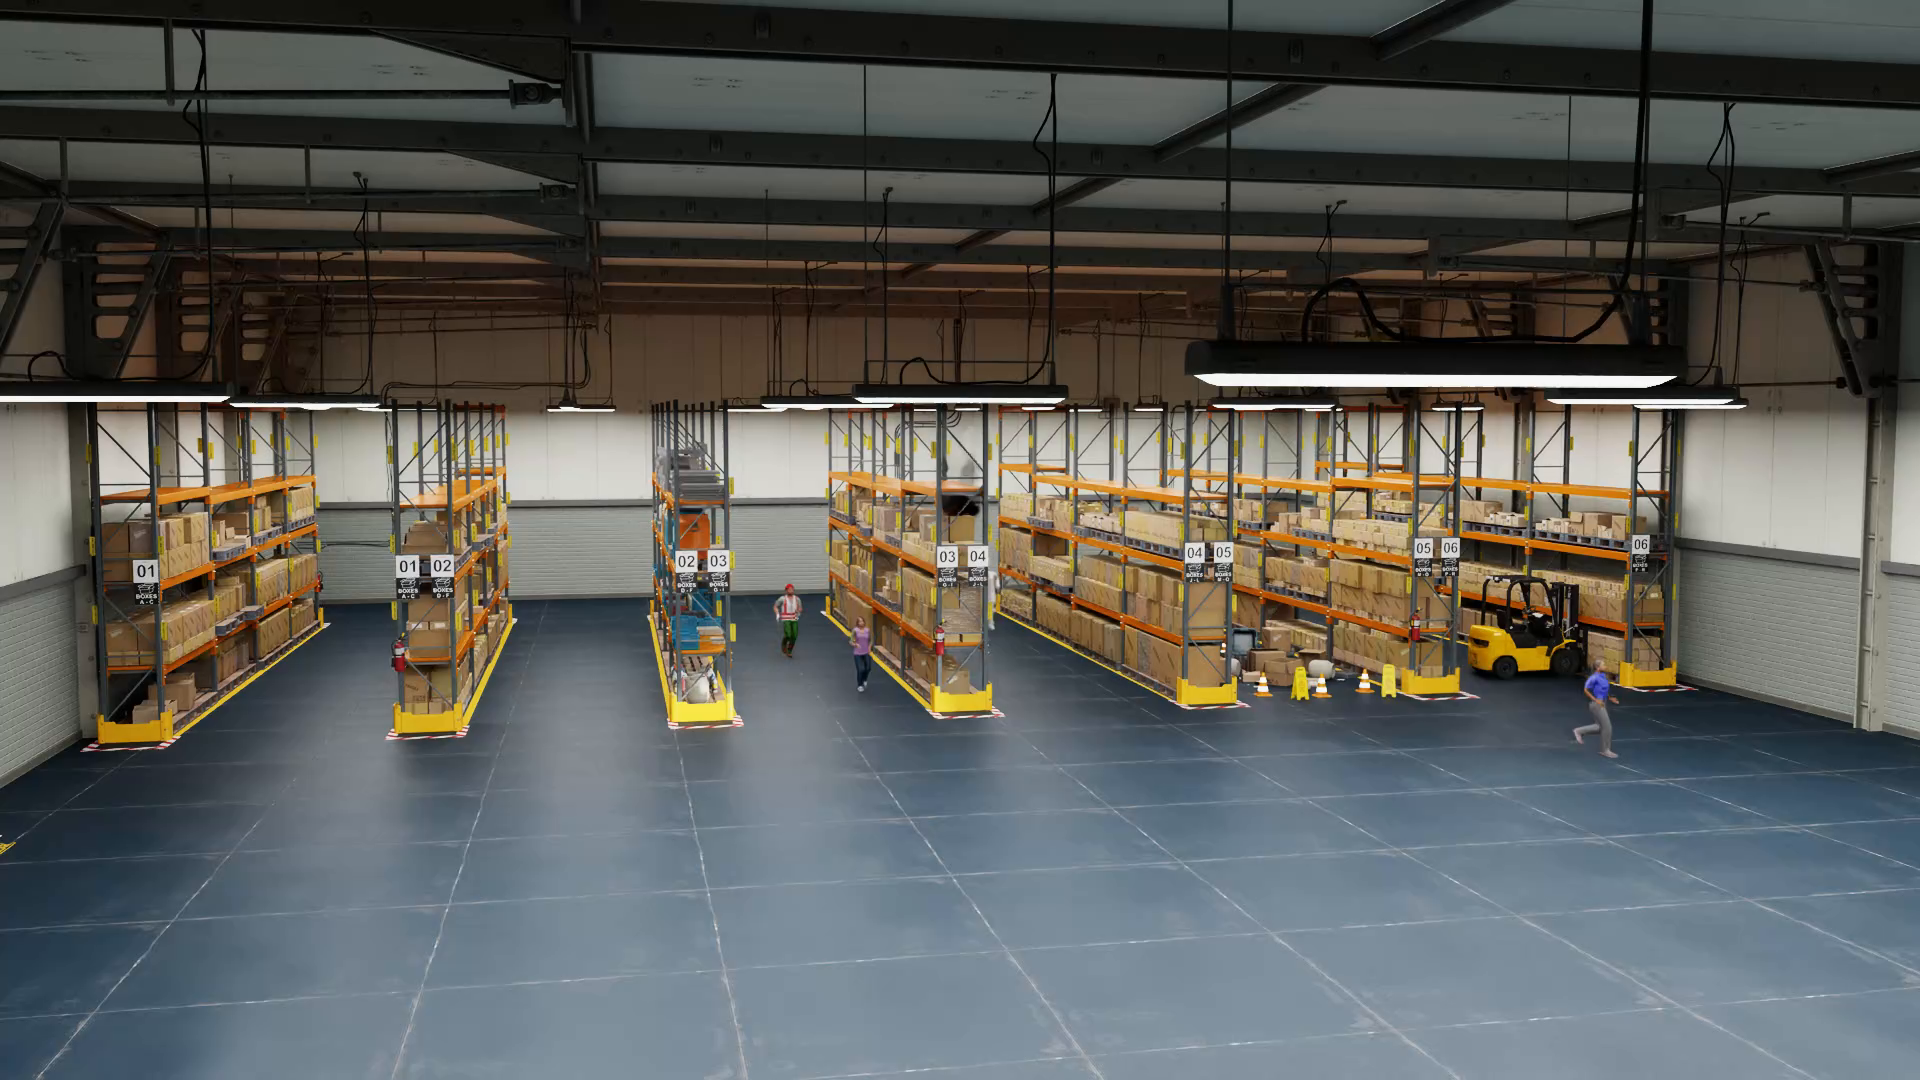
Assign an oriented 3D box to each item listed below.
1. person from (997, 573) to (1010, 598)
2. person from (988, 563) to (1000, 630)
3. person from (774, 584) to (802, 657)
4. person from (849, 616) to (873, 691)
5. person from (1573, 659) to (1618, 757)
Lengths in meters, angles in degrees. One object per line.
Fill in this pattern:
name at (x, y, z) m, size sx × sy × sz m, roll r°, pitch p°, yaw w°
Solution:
person at (1.305, 1.167, 50.036) m, size 0.677 × 1.622 × 0.710 m, roll 1°, pitch 4°, yaw 10°
person at (0.734, 1.470, 44.361) m, size 0.727 × 1.736 × 1.154 m, roll -1°, pitch 4°, yaw -8°
person at (-3.984, 1.901, 39.091) m, size 0.650 × 1.740 × 0.577 m, roll -2°, pitch 5°, yaw -26°
person at (-2.006, 2.353, 34.242) m, size 0.524 × 1.558 × 0.537 m, roll -1°, pitch 4°, yaw -14°
person at (10.707, 2.823, 27.984) m, size 0.738 × 1.629 × 0.577 m, roll 3°, pitch 5°, yaw 36°
